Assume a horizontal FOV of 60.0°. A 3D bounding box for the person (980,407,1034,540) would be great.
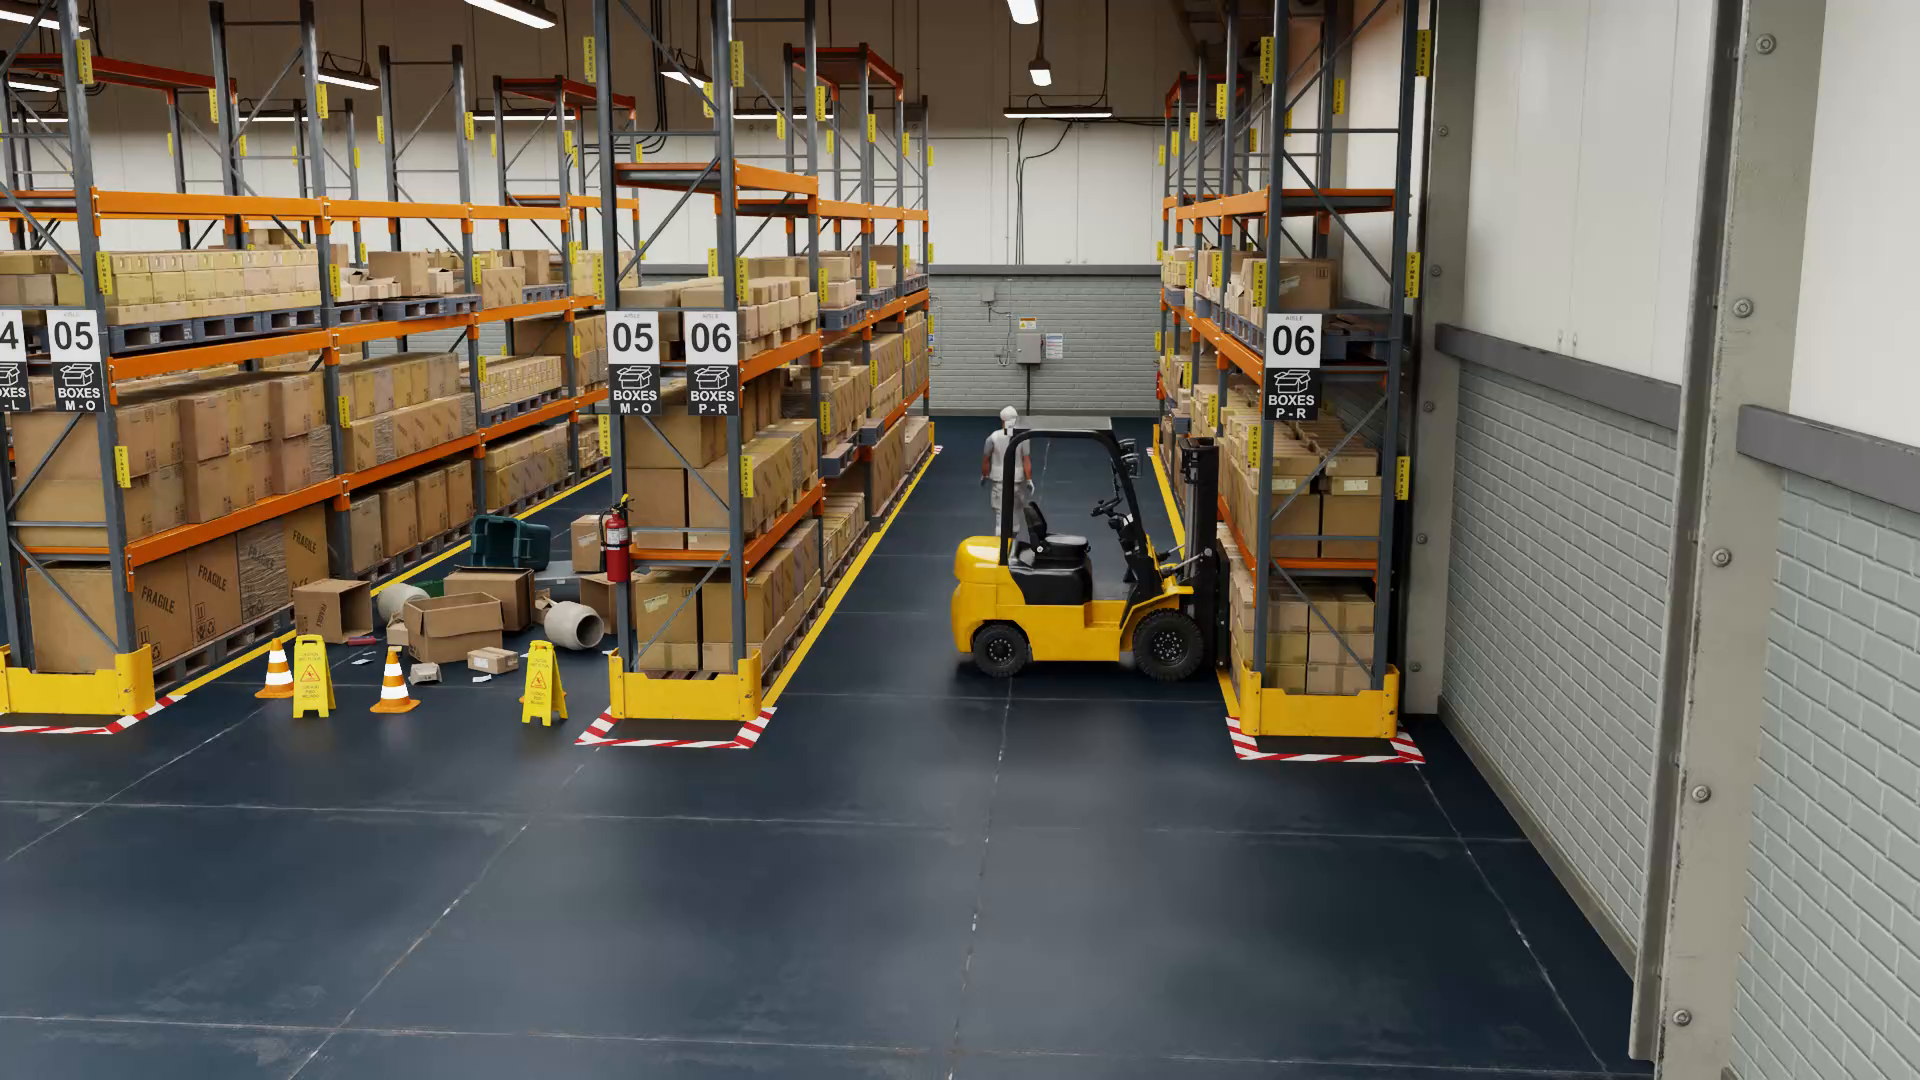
[{"bbox_3d":[0.540,-0.719,19.586,0.607,1.735,0.984,-1,11,-5],"label":"person"}]
